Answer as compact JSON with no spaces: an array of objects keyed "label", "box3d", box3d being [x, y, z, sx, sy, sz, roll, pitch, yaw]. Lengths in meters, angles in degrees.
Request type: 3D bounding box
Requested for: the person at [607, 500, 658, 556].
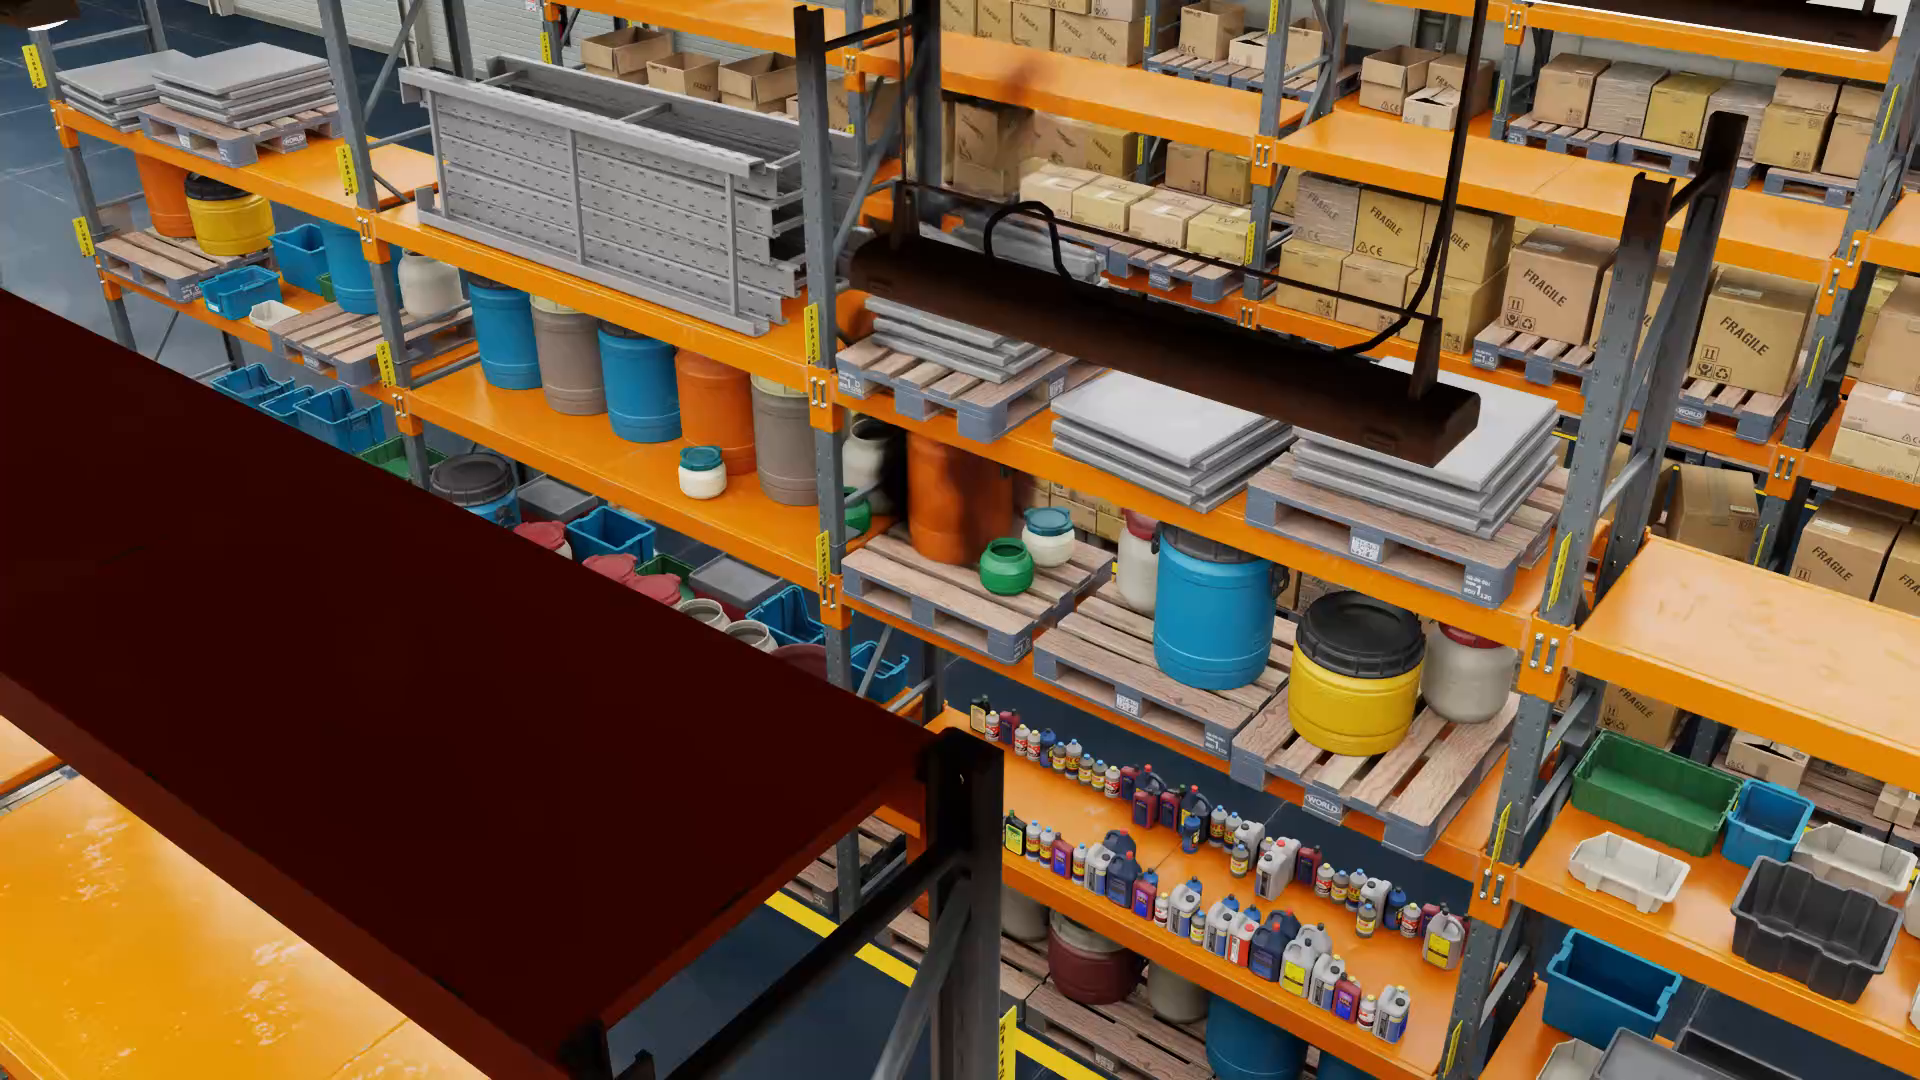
[{"label":"person","box3d":[-2.788,-0.186,14.030,0.731,1.654,0.565,18,36,27]}]
